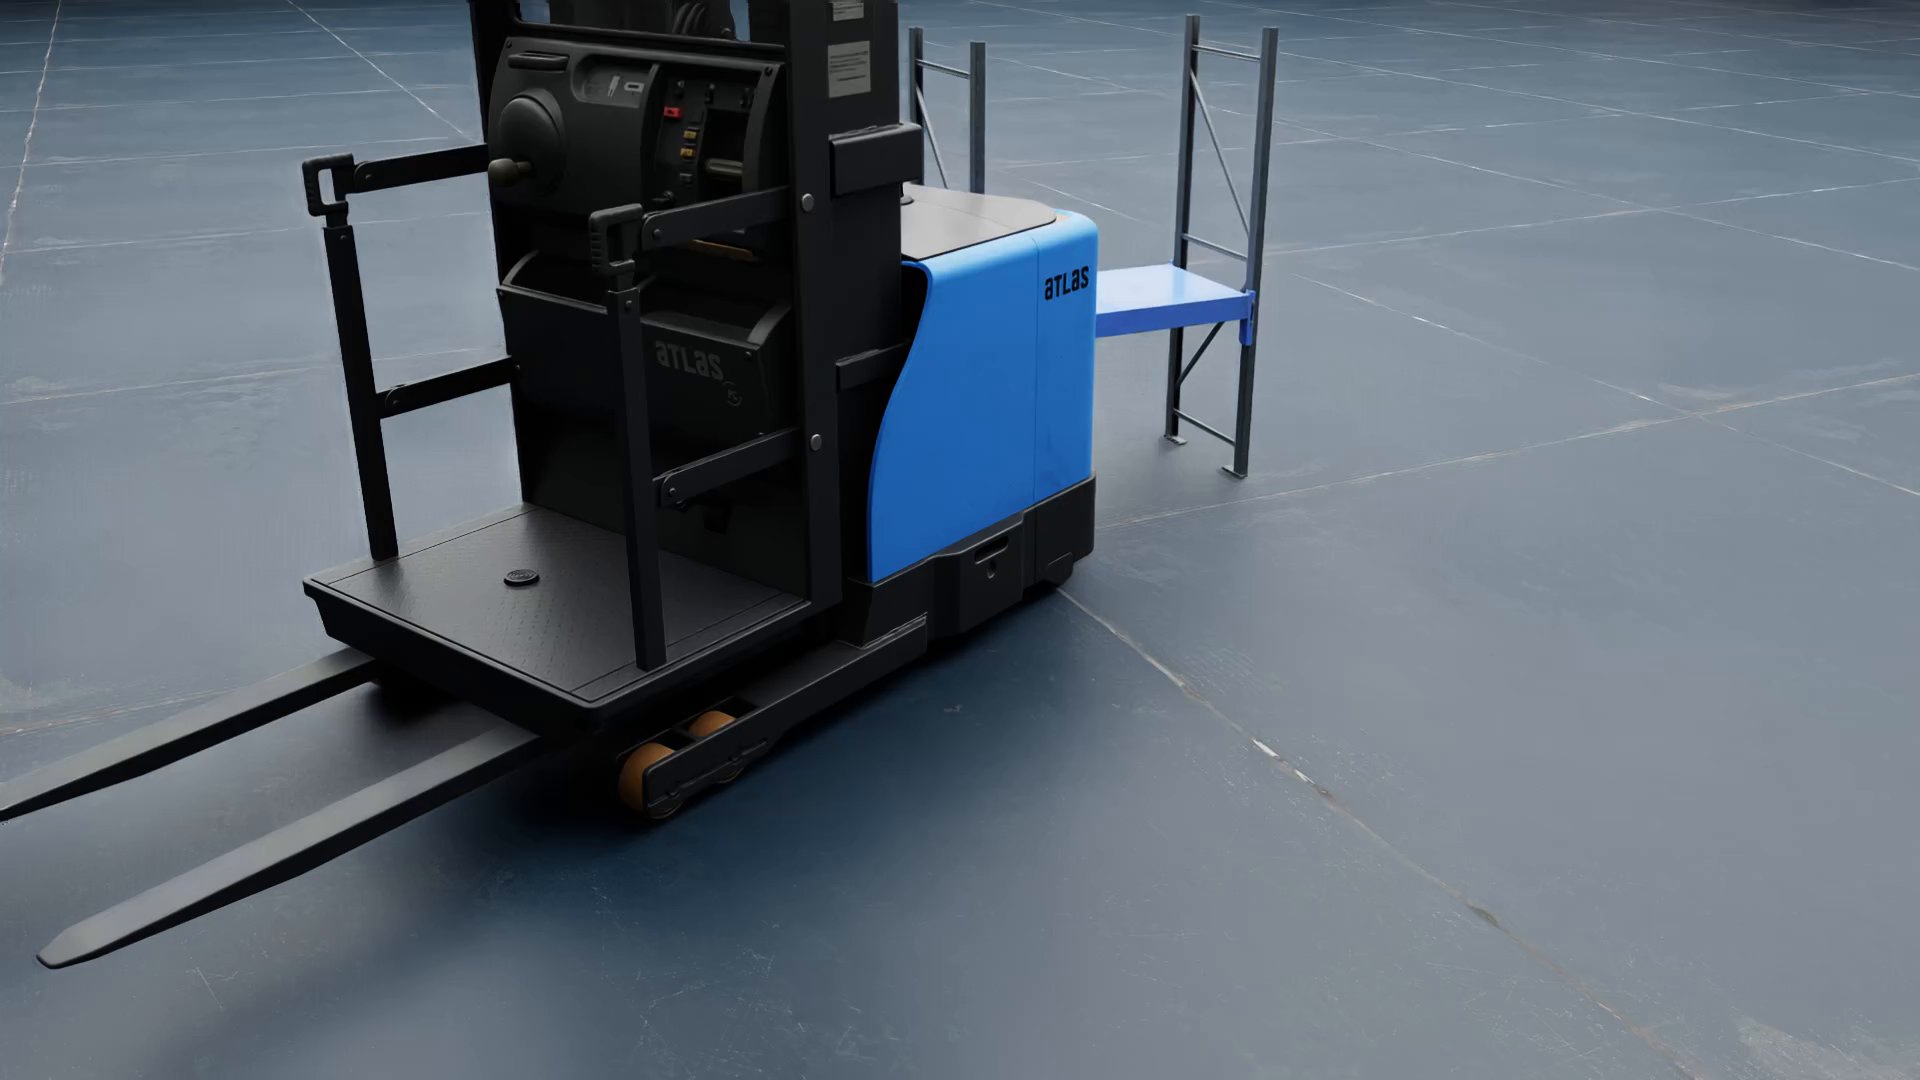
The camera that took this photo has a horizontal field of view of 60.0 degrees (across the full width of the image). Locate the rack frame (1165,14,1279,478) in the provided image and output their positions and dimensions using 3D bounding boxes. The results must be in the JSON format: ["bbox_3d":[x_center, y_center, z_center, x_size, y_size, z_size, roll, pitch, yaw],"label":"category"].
[{"bbox_3d":[0.880,-0.996,5.695,0.032,1.500,0.500,-10,25,-23],"label":"rack frame"}]

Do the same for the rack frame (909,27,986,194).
[{"bbox_3d":[-0.044,-0.833,5.301,0.032,1.500,0.500,-10,25,-23],"label":"rack frame"}]

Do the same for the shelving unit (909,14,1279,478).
[{"bbox_3d":[0.418,-0.914,5.498,1.048,1.500,0.538,-10,25,-23],"label":"shelving unit"}]

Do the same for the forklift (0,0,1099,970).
[{"bbox_3d":[-0.902,-0.942,3.693,1.130,2.935,3.031,17,28,35],"label":"forklift"}]

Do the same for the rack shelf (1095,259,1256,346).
[{"bbox_3d":[0.418,-0.748,5.567,1.000,0.185,0.538,-10,25,-23],"label":"rack shelf"}]
